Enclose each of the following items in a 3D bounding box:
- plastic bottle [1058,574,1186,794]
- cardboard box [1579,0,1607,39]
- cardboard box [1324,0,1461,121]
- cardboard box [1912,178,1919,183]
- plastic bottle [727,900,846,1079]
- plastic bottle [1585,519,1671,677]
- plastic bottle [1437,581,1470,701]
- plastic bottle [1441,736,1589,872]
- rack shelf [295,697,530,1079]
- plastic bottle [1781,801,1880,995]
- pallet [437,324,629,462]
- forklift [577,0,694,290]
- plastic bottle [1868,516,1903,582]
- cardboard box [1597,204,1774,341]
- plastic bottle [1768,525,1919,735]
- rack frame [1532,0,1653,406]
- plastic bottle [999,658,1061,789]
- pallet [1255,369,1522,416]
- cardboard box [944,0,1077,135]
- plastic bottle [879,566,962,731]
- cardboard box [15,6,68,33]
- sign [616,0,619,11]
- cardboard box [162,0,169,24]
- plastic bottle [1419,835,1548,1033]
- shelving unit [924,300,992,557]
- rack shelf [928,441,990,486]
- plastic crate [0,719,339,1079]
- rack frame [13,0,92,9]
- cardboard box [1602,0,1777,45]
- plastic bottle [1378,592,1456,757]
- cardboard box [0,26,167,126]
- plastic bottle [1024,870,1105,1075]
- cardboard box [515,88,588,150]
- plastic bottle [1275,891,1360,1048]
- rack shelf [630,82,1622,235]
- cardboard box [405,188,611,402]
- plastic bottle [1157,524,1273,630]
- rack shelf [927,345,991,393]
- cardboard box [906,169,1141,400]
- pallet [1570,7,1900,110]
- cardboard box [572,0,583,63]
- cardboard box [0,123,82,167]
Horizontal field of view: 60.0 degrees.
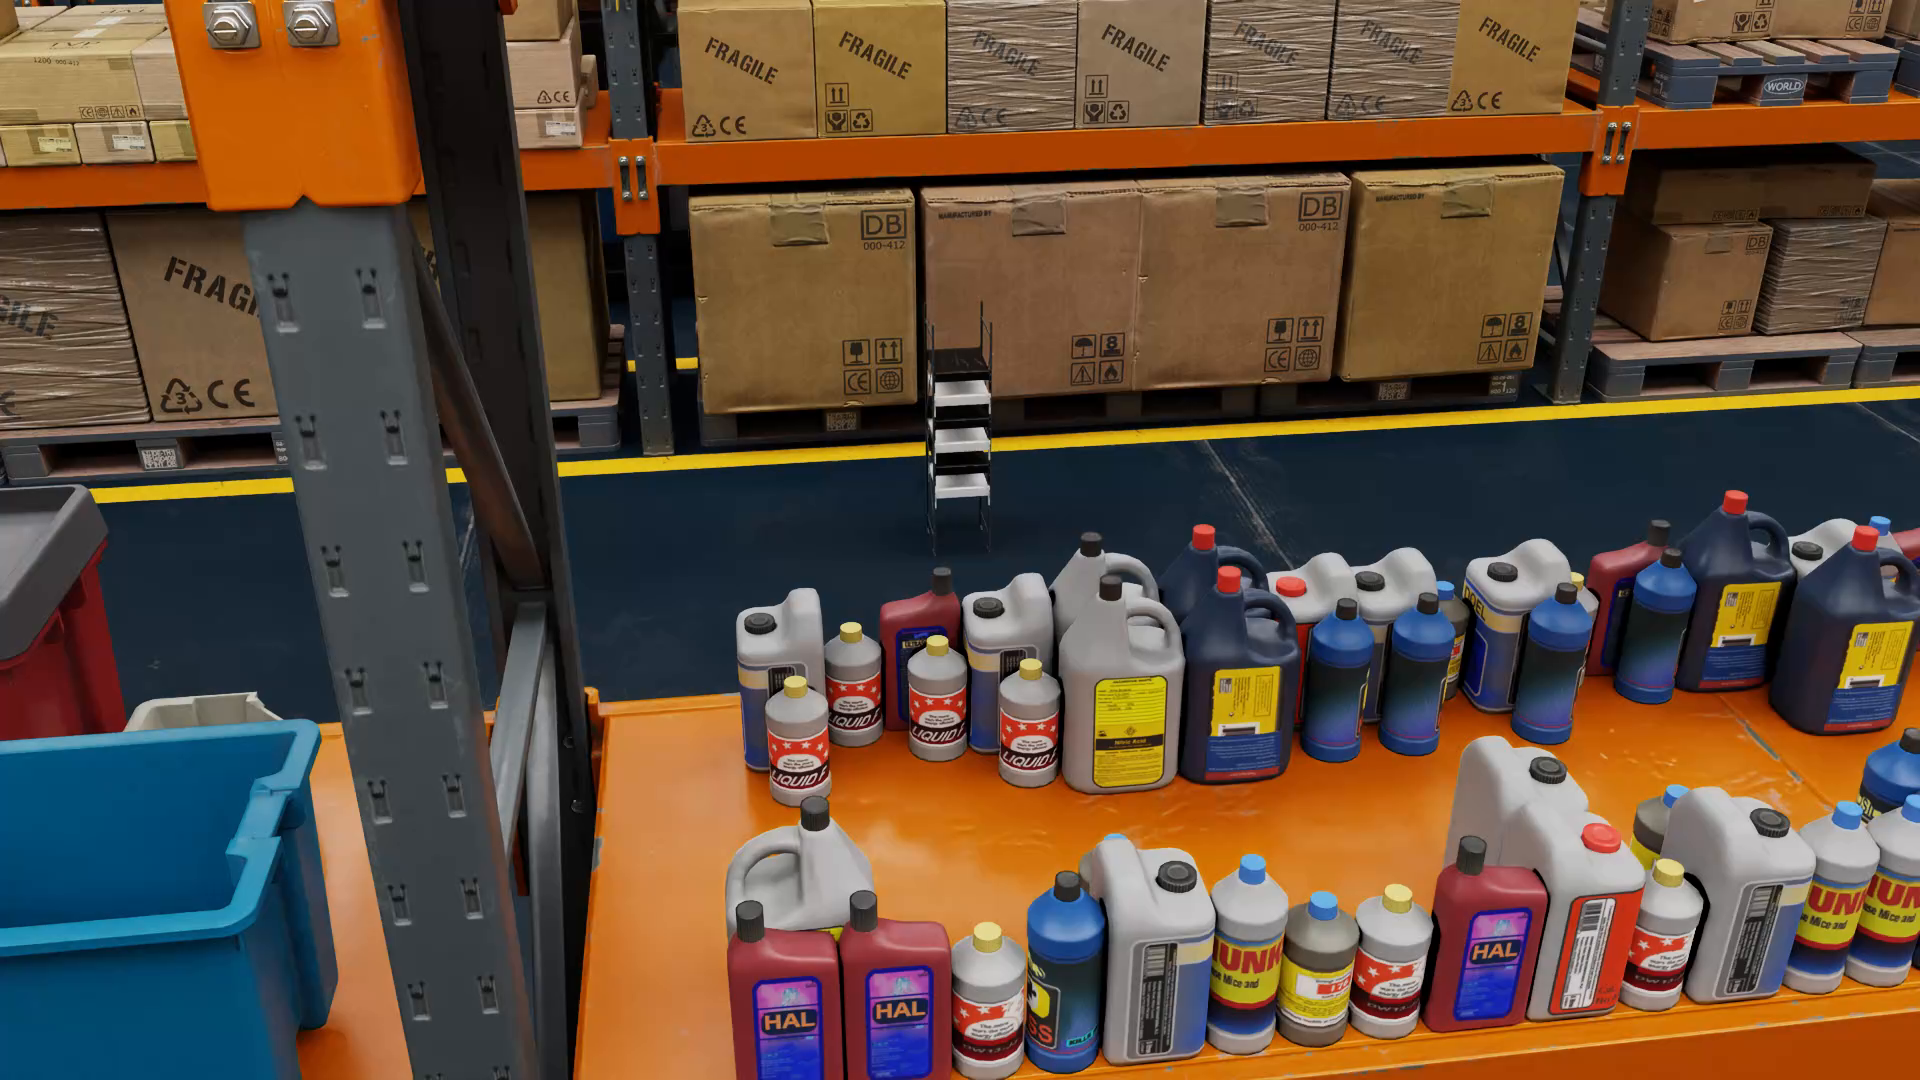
[{"bbox_3d":[0.252,0.214,2.601,0.185,0.351,0.144,-4,27,-7],"label":"plastic bottle"},{"bbox_3d":[4.450,-3.709,12.198,0.750,0.750,1.050,-4,27,-7],"label":"cardboard box"},{"bbox_3d":[1.690,-2.032,6.815,0.500,0.500,0.500,-4,27,-8],"label":"cardboard box"},{"bbox_3d":[4.959,-1.411,7.971,0.500,0.500,0.700,-6,28,-12],"label":"cardboard box"},{"bbox_3d":[-0.210,0.555,2.011,0.133,0.283,0.061,-4,27,-7],"label":"plastic bottle"},{"bbox_3d":[1.159,0.100,2.897,0.133,0.283,0.061,-4,27,-7],"label":"plastic bottle"},{"bbox_3d":[0.818,0.167,2.857,0.097,0.201,0.097,0,27,0],"label":"plastic bottle"},{"bbox_3d":[0.774,0.404,2.313,0.135,0.276,0.152,-4,27,-7],"label":"plastic bottle"},{"bbox_3d":[-2.613,0.781,2.231,4.000,0.370,1.077,-4,27,-7],"label":"rack shelf"},{"bbox_3d":[1.144,0.465,2.199,0.097,0.271,0.097,0,27,0],"label":"plastic bottle"},{"bbox_3d":[-2.087,-0.652,7.290,1.213,0.211,1.003,-4,27,-7],"label":"pallet"},{"bbox_3d":[-1.431,-2.845,8.585,3.031,2.935,1.130,-7,28,-13],"label":"forklift"},{"bbox_3d":[1.592,0.086,2.938,0.097,0.271,0.097,0,27,0],"label":"plastic bottle"},{"bbox_3d":[3.299,-1.295,7.745,0.500,0.500,0.700,-5,28,-10],"label":"cardboard box"},{"bbox_3d":[1.477,0.139,2.747,0.185,0.351,0.144,-4,27,-7],"label":"plastic bottle"},{"bbox_3d":[2.638,-2.160,7.174,0.127,3.000,1.000,-4,27,-7],"label":"rack frame"},{"bbox_3d":[0.110,0.282,2.631,0.097,0.201,0.097,0,27,0],"label":"plastic bottle"},{"bbox_3d":[1.847,-0.903,7.779,1.213,0.211,1.003,-4,27,-7],"label":"pallet"},{"bbox_3d":[0.161,-1.930,6.617,0.500,0.500,0.500,-4,27,-8],"label":"cardboard box"},{"bbox_3d":[-0.065,0.179,2.744,0.133,0.283,0.061,-4,27,-7],"label":"plastic bottle"},{"bbox_3d":[-3.834,-1.932,6.568,0.500,0.250,0.500,-5,28,-9],"label":"cardboard box"},{"bbox_3d":[-1.244,-2.075,5.974,0.005,0.325,0.100,-4,27,-7],"label":"sign"},{"bbox_3d":[-2.836,-2.327,6.517,0.500,0.500,0.500,-5,28,-9],"label":"cardboard box"},{"bbox_3d":[0.669,0.498,2.121,0.133,0.283,0.061,-4,27,-7],"label":"plastic bottle"},{"bbox_3d":[-0.008,-0.400,6.044,0.210,0.900,0.258,-4,27,-7],"label":"shelving unit"},{"bbox_3d":[-0.008,-0.290,6.100,0.200,0.077,0.258,-4,27,-7],"label":"rack shelf"},{"bbox_3d":[-1.047,0.498,1.946,0.575,0.384,0.392,-4,27,-7],"label":"plastic crate"},{"bbox_3d":[-5.875,-3.900,10.565,0.127,3.000,1.000,-4,27,-7],"label":"rack frame"},{"bbox_3d":[3.167,-2.444,7.158,0.500,0.500,0.500,-7,28,-13],"label":"cardboard box"},{"bbox_3d":[0.743,0.211,2.695,0.097,0.271,0.097,0,27,0],"label":"plastic bottle"},{"bbox_3d":[-3.243,-1.727,6.169,0.500,0.250,0.500,-4,27,-8],"label":"cardboard box"},{"bbox_3d":[0.130,0.530,2.073,0.097,0.271,0.097,0,27,0],"label":"plastic bottle"},{"bbox_3d":[-1.579,-1.626,6.409,0.250,0.149,0.380,-4,27,-7],"label":"cardboard box"},{"bbox_3d":[0.456,0.540,2.129,0.097,0.201,0.097,0,27,0],"label":"plastic bottle"},{"bbox_3d":[0.658,-1.713,7.091,4.000,0.370,1.077,-4,27,-7],"label":"rack shelf"},{"bbox_3d":[-1.987,-1.141,7.056,0.875,0.875,0.875,-4,27,-7],"label":"cardboard box"},{"bbox_3d":[0.415,0.137,2.751,0.185,0.351,0.144,-4,27,-7],"label":"plastic bottle"},{"bbox_3d":[-0.008,-0.610,5.936,0.200,0.077,0.258,-4,27,-7],"label":"rack shelf"},{"bbox_3d":[0.193,-1.254,7.276,0.875,0.875,1.225,-5,28,-9],"label":"cardboard box"},{"bbox_3d":[3.329,-2.168,7.400,1.003,0.211,1.213,-4,27,-7],"label":"pallet"},{"bbox_3d":[-1.824,-2.060,6.817,0.500,0.250,0.500,-4,27,-8],"label":"cardboard box"},{"bbox_3d":[-3.363,-1.511,6.185,0.250,0.149,0.380,-4,27,-8],"label":"cardboard box"}]
